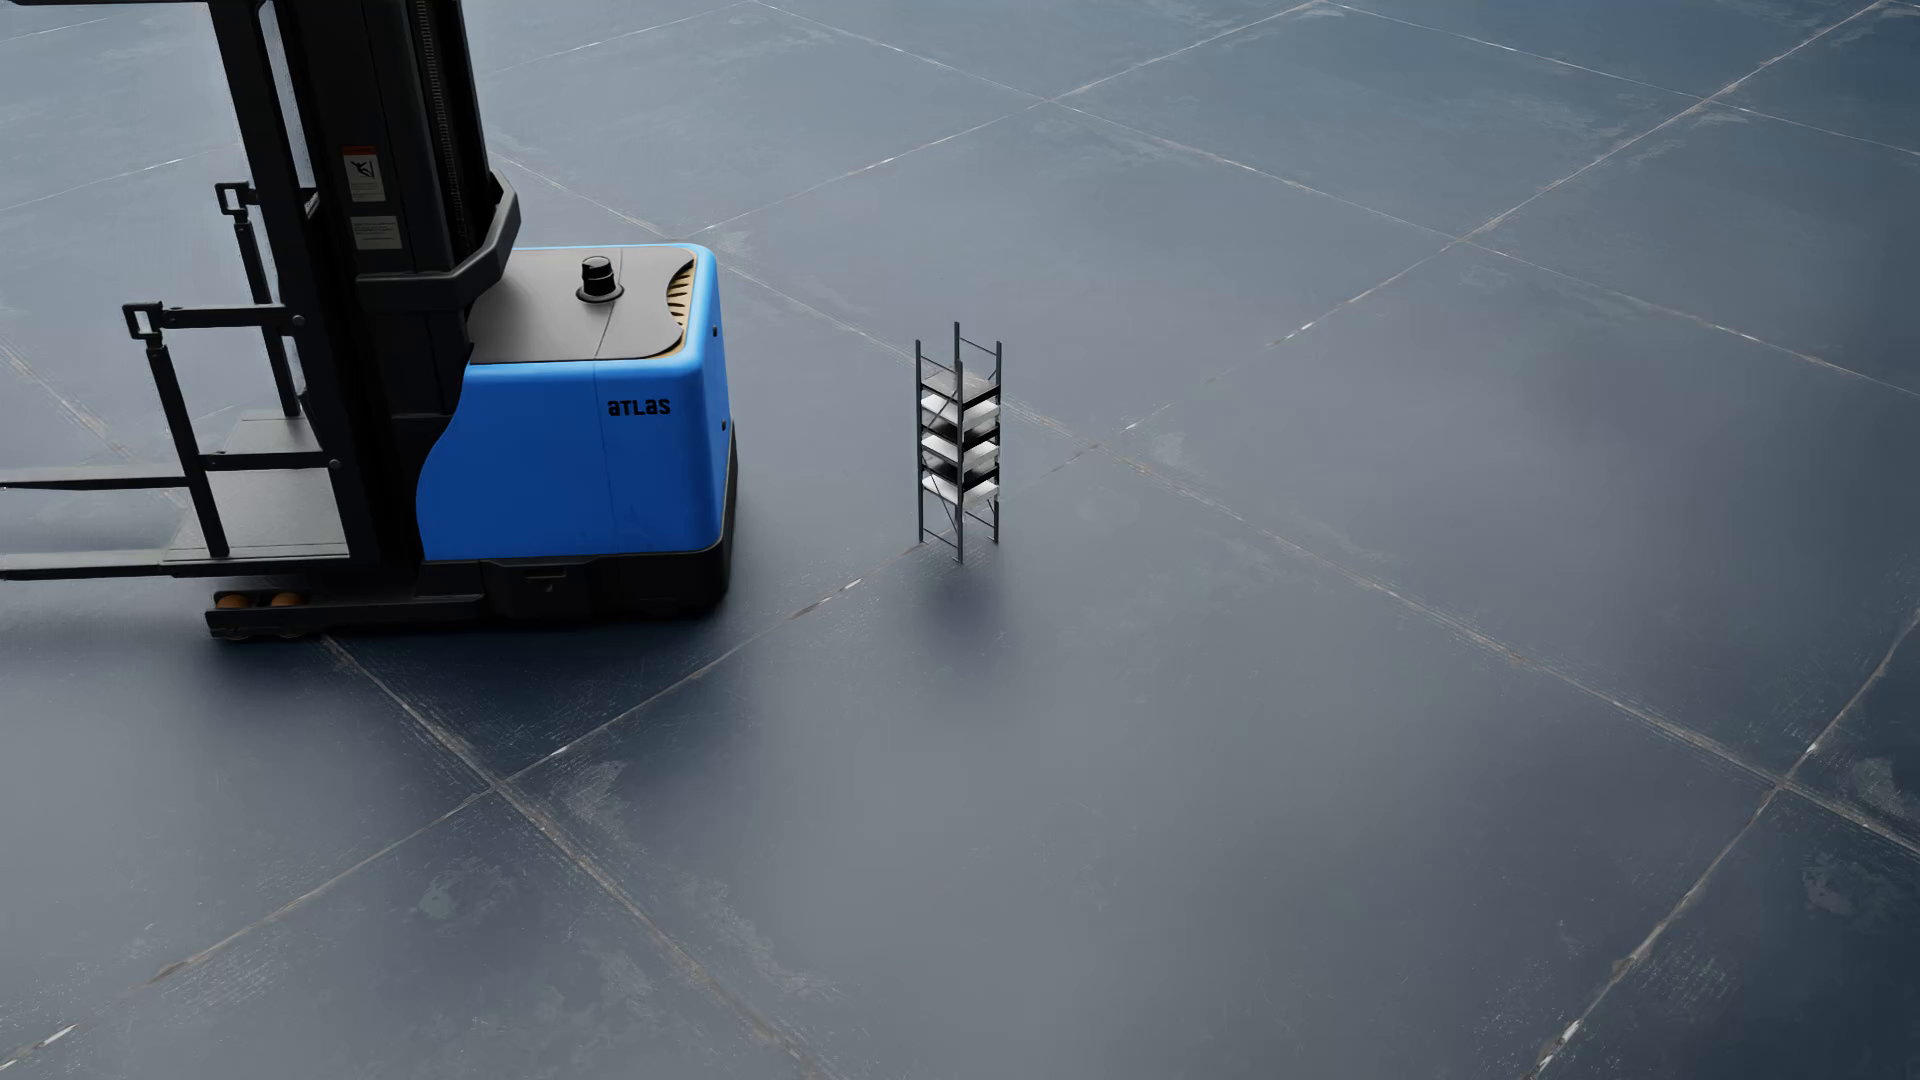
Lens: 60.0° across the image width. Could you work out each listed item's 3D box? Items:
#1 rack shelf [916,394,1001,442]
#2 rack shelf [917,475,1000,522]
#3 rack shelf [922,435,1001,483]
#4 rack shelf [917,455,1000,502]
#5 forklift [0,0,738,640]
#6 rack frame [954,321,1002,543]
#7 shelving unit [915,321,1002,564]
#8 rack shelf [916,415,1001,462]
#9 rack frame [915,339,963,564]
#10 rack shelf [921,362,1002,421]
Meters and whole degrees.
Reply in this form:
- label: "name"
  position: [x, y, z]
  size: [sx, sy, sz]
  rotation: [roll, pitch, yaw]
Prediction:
- label: "rack shelf"
  position: [-0.006, -0.486, 6.304]
  size: [0.258, 0.077, 0.200]
  rotation: [30, 45, 35]
- label: "rack shelf"
  position: [-0.006, -0.191, 6.510]
  size: [0.258, 0.077, 0.200]
  rotation: [30, 45, 35]
- label: "rack shelf"
  position: [-0.006, -0.338, 6.407]
  size: [0.258, 0.077, 0.200]
  rotation: [30, 45, 35]
- label: "rack shelf"
  position: [-0.006, -0.265, 6.458]
  size: [0.258, 0.077, 0.200]
  rotation: [30, 45, 35]
- label: "forklift"
  position: [-2.412, -1.147, 5.732]
  size: [3.031, 2.935, 1.130]
  rotation: [-2, 35, -3]
- label: "rack frame"
  position: [0.066, -0.407, 6.447]
  size: [0.240, 0.900, 0.006]
  rotation: [30, 45, 35]
- label: "shelving unit"
  position: [-0.006, -0.366, 6.388]
  size: [0.258, 0.900, 0.210]
  rotation: [30, 45, 35]
- label: "rack shelf"
  position: [-0.006, -0.412, 6.355]
  size: [0.258, 0.077, 0.200]
  rotation: [30, 45, 35]
- label: "rack frame"
  position: [-0.077, -0.325, 6.329]
  size: [0.240, 0.900, 0.006]
  rotation: [30, 45, 35]
- label: "rack shelf"
  position: [-0.006, -0.560, 6.252]
  size: [0.258, 0.077, 0.200]
  rotation: [30, 45, 35]
